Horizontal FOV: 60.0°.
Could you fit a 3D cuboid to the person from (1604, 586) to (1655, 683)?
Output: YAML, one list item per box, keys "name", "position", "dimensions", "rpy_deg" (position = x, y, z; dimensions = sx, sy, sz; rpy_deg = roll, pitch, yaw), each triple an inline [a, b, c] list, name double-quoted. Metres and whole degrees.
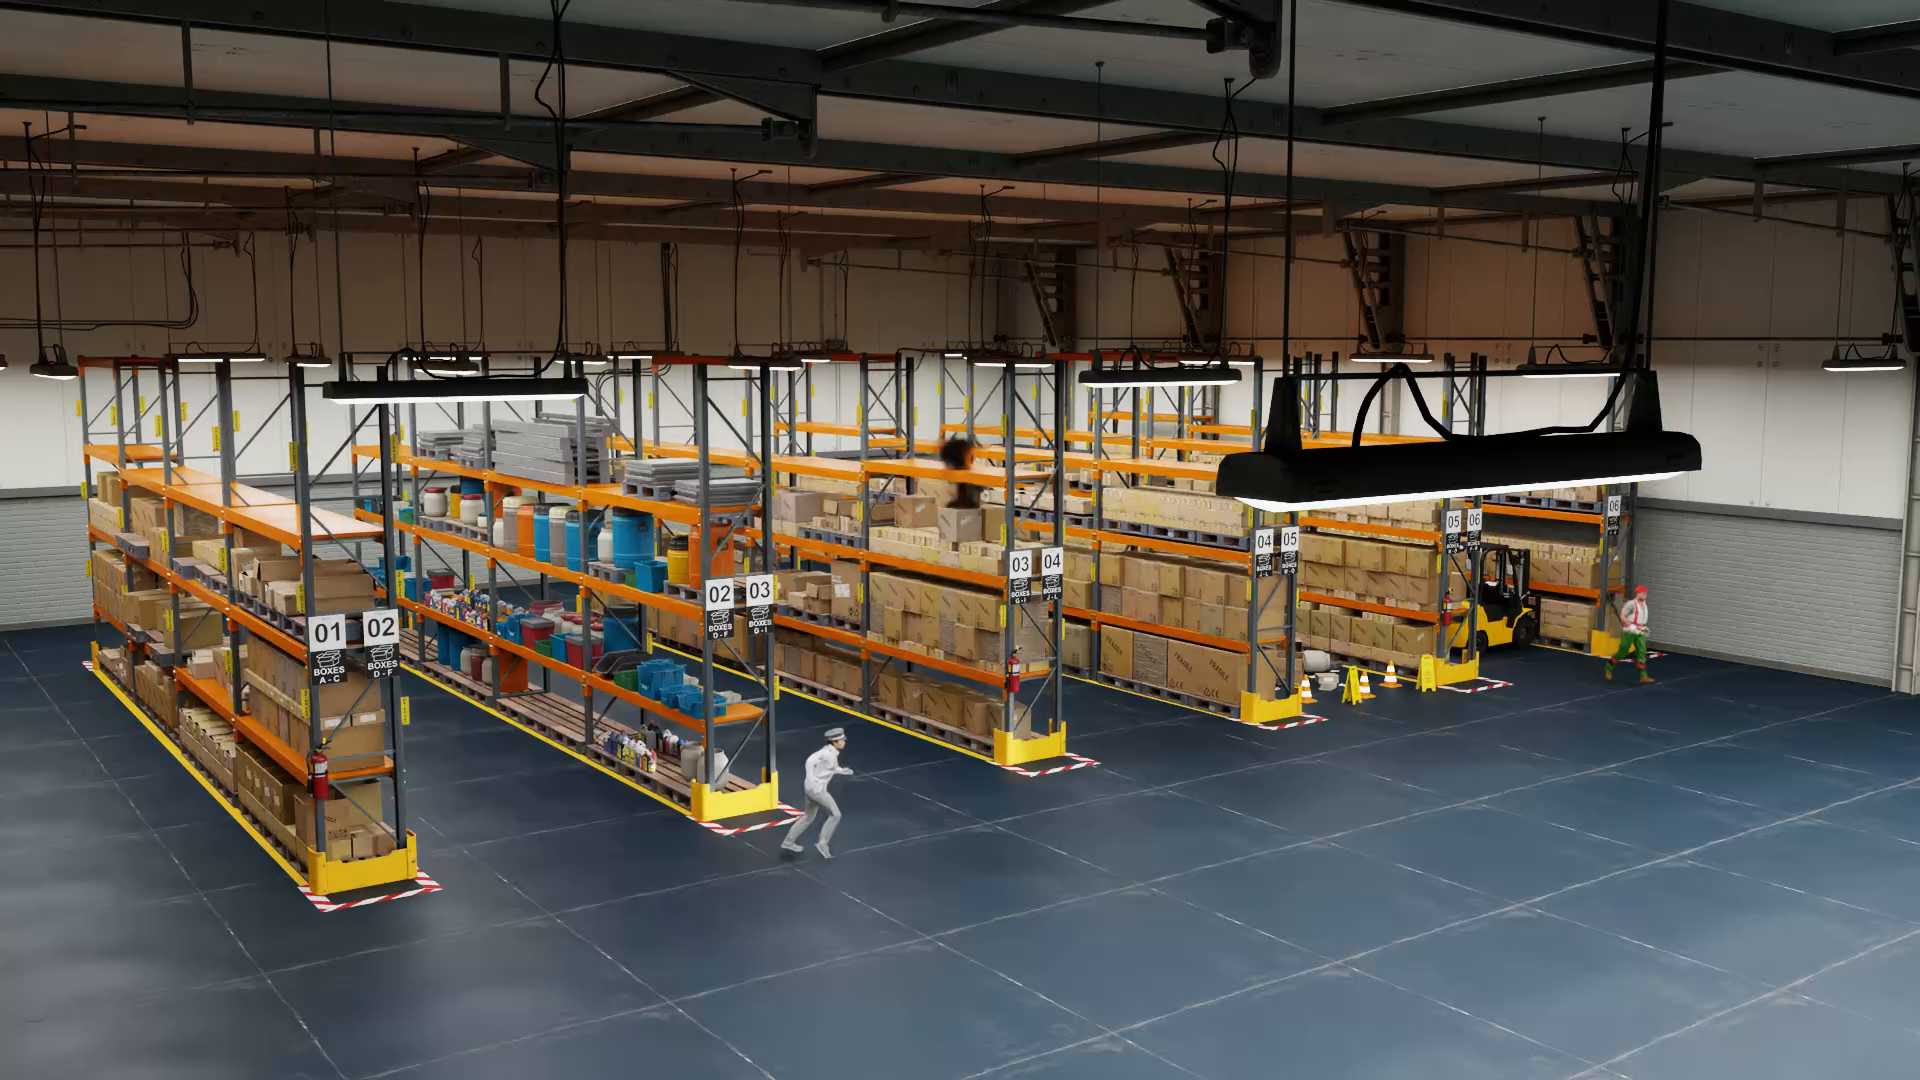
- name: "person"
  position: [12.411, 1.715, 30.497]
  dimensions: [0.711, 1.768, 1.010]
  rpy_deg: [-3, 8, -26]

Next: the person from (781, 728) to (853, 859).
- name: "person"
  position: [-1.751, 3.112, 20.296]
  dimensions: [0.886, 1.660, 0.655]
  rpy_deg: [0, 7, -1]
